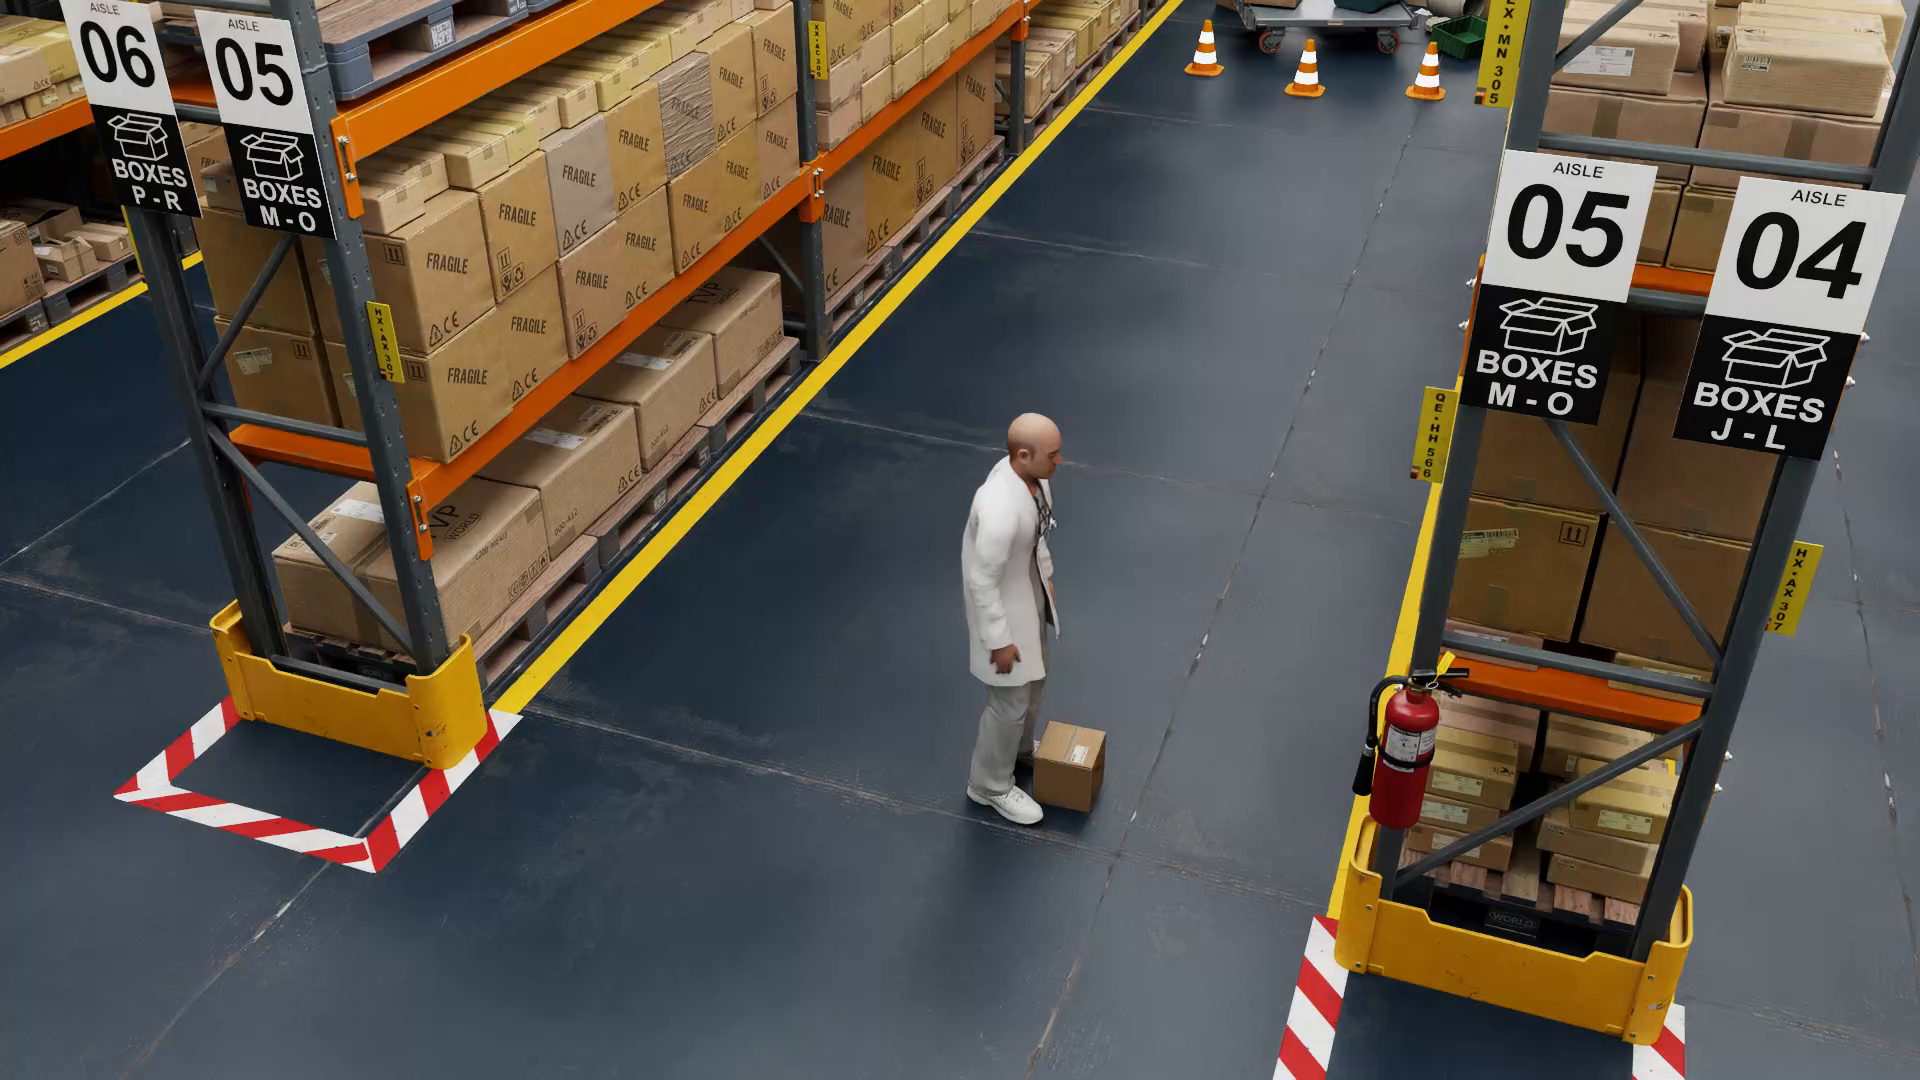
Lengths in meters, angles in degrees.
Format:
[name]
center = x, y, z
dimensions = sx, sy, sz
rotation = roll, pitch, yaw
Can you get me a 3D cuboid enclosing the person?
[person]
center = 7.812, -1.814, 9.965
dimensions = 12.011, 1.774, 13.121
rotation = 11, 34, 17
